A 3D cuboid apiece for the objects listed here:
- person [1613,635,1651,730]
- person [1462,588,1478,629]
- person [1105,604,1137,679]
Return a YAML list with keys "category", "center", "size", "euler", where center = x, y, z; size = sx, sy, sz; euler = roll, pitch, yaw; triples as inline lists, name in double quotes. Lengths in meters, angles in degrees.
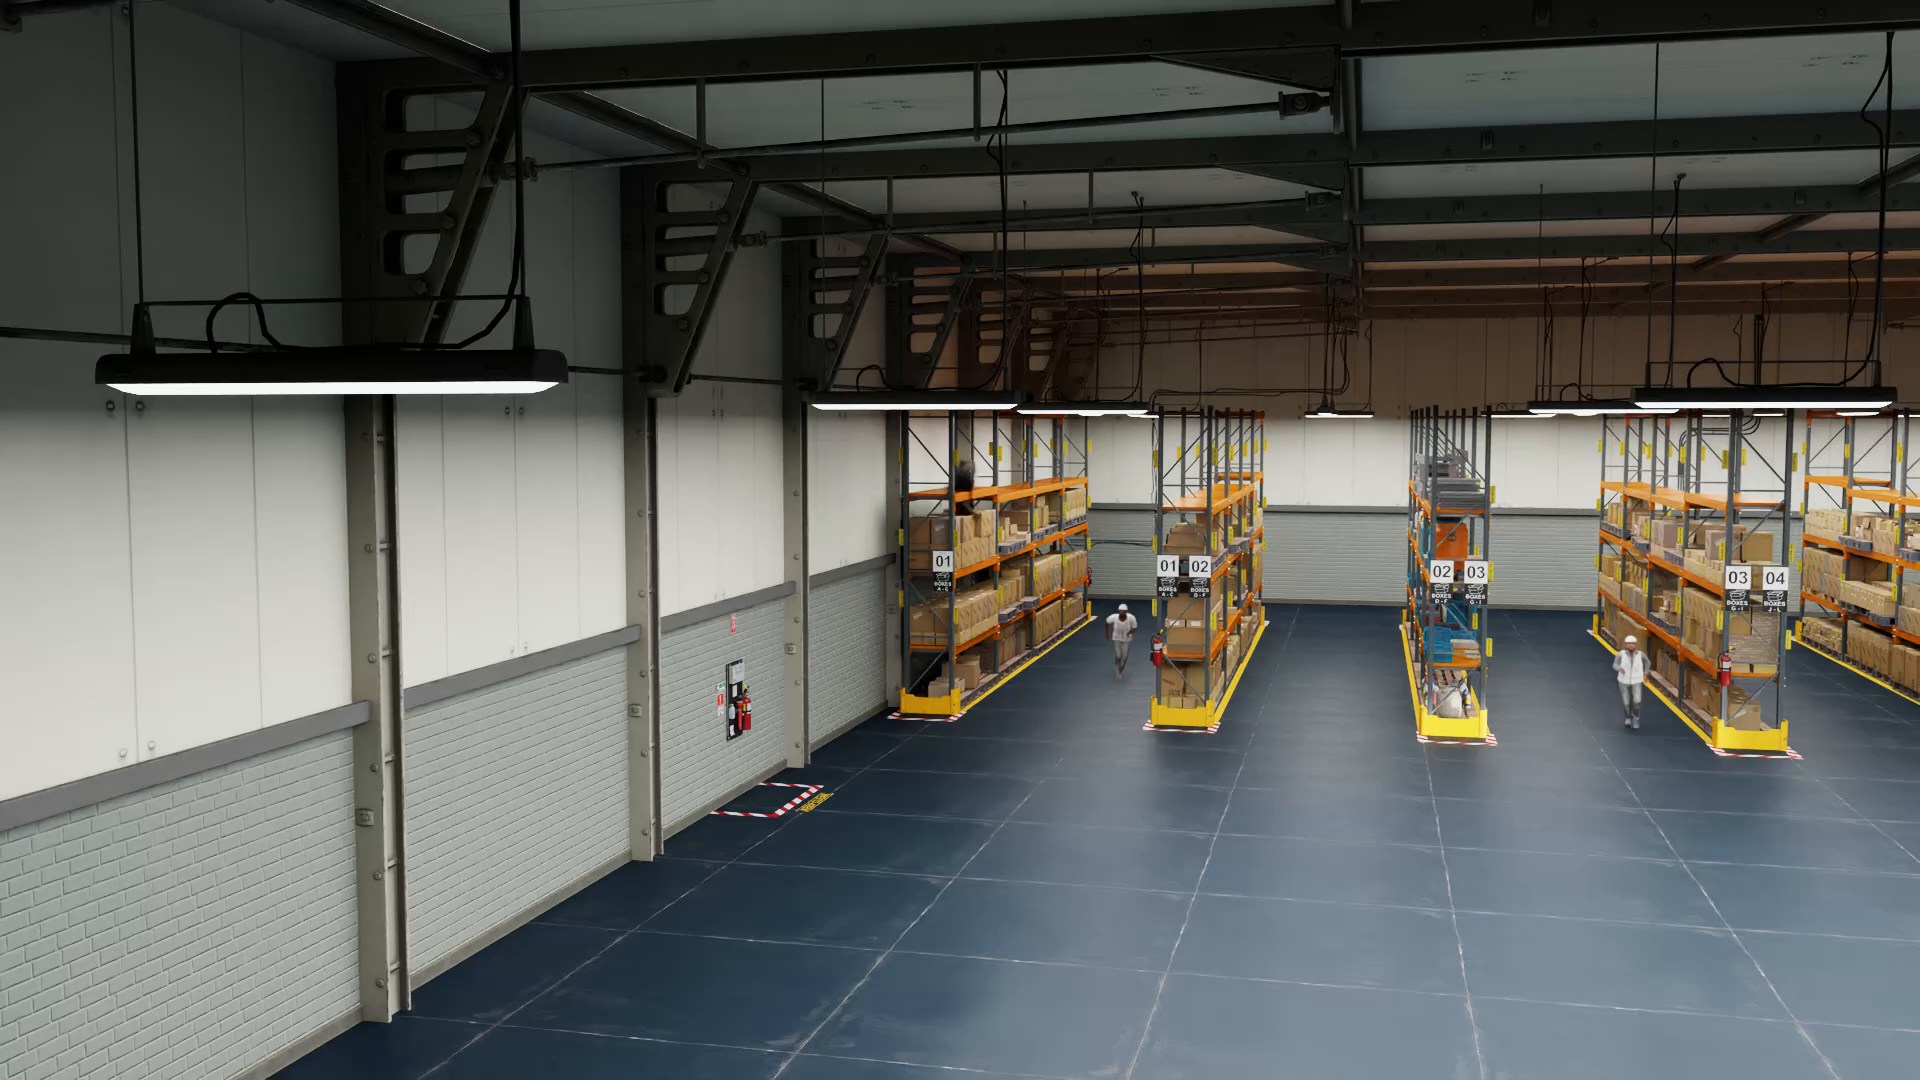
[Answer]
- category: "person"
  center: [12.468, 2.639, 30.879]
  size: [0.662, 1.754, 0.773]
  euler: [2, 4, 22]
- category: "person"
  center: [14.028, 1.559, 46.117]
  size: [0.678, 1.805, 0.959]
  euler: [-3, 5, -35]
- category: "person"
  center: [3.576, 2.248, 36.799]
  size: [0.679, 1.684, 0.713]
  euler: [0, 4, -4]
